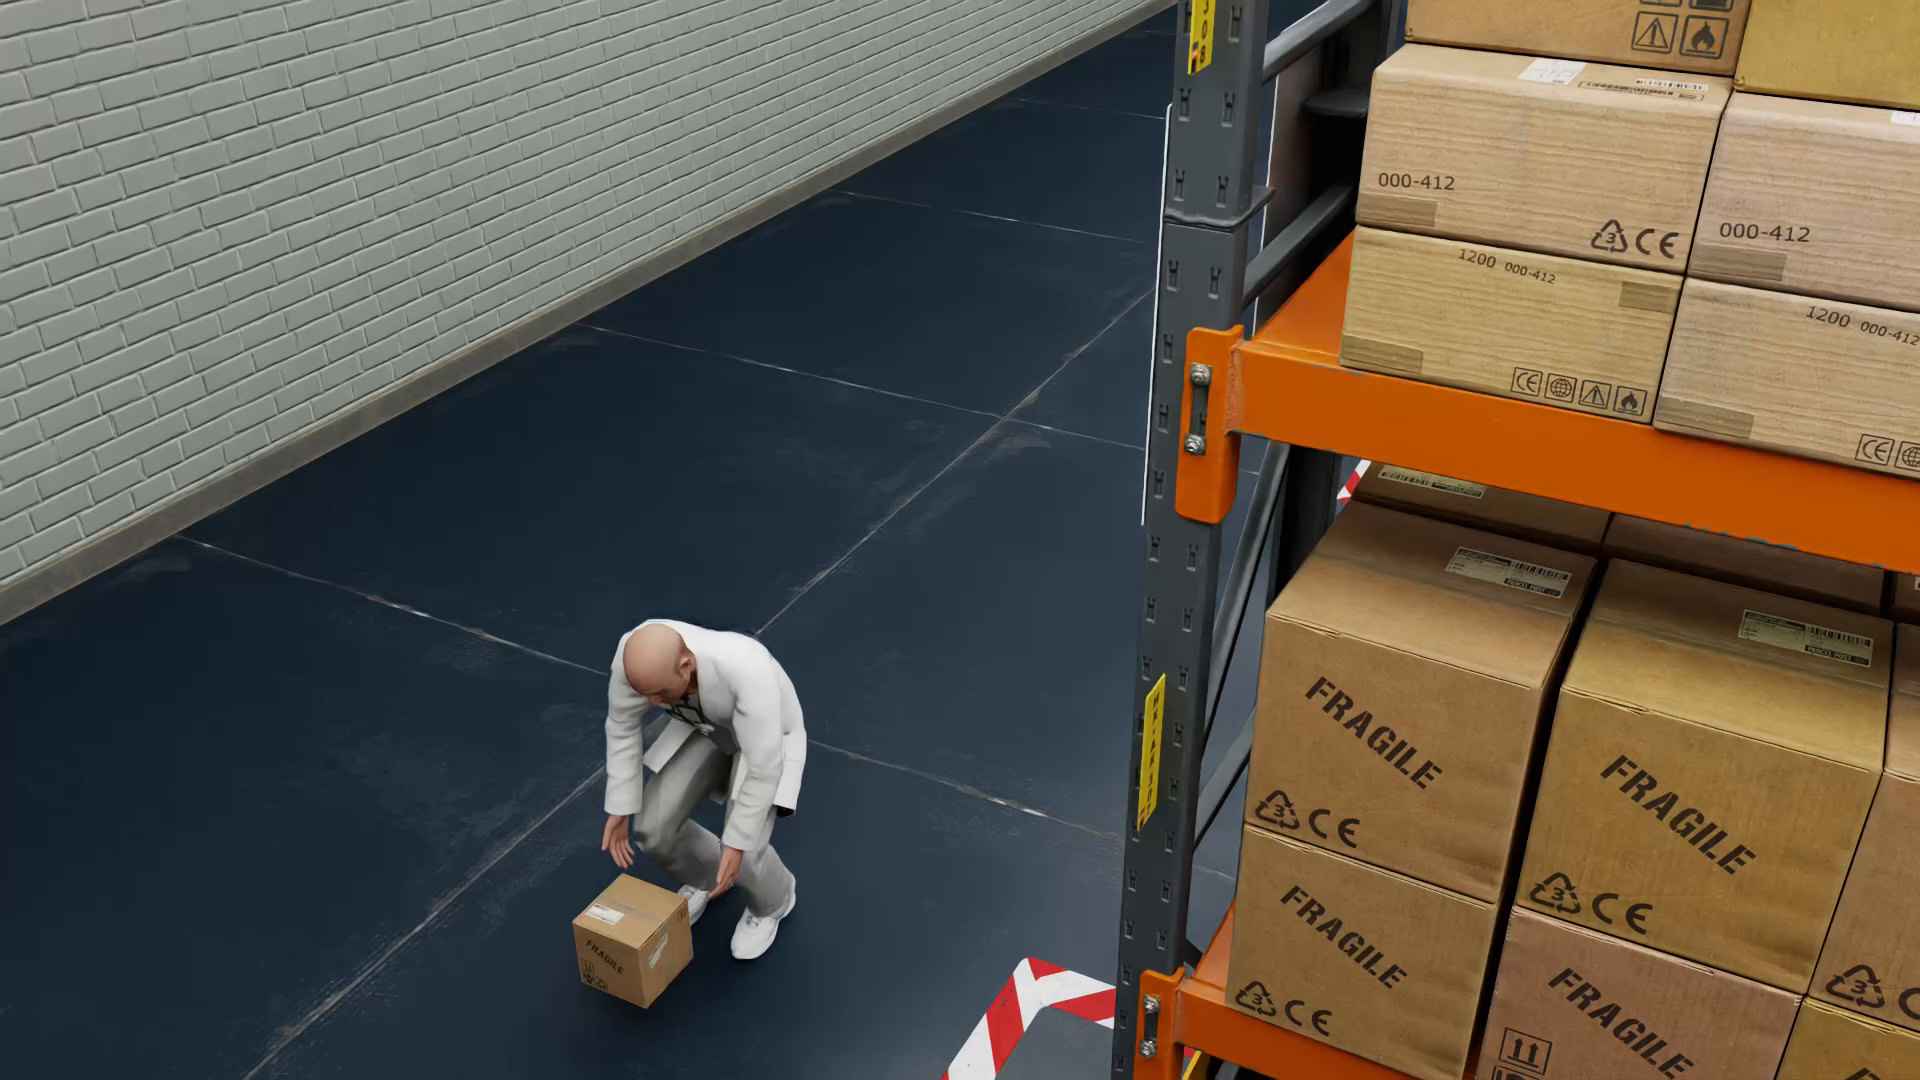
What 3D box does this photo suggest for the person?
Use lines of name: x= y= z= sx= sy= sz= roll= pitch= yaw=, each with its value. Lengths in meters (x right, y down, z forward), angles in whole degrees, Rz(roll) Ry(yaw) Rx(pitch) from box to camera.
person: x=-0.776 y=0.771 z=5.313 sx=0.633 sy=1.263 sz=0.787 roll=14 pitch=33 yaw=23
